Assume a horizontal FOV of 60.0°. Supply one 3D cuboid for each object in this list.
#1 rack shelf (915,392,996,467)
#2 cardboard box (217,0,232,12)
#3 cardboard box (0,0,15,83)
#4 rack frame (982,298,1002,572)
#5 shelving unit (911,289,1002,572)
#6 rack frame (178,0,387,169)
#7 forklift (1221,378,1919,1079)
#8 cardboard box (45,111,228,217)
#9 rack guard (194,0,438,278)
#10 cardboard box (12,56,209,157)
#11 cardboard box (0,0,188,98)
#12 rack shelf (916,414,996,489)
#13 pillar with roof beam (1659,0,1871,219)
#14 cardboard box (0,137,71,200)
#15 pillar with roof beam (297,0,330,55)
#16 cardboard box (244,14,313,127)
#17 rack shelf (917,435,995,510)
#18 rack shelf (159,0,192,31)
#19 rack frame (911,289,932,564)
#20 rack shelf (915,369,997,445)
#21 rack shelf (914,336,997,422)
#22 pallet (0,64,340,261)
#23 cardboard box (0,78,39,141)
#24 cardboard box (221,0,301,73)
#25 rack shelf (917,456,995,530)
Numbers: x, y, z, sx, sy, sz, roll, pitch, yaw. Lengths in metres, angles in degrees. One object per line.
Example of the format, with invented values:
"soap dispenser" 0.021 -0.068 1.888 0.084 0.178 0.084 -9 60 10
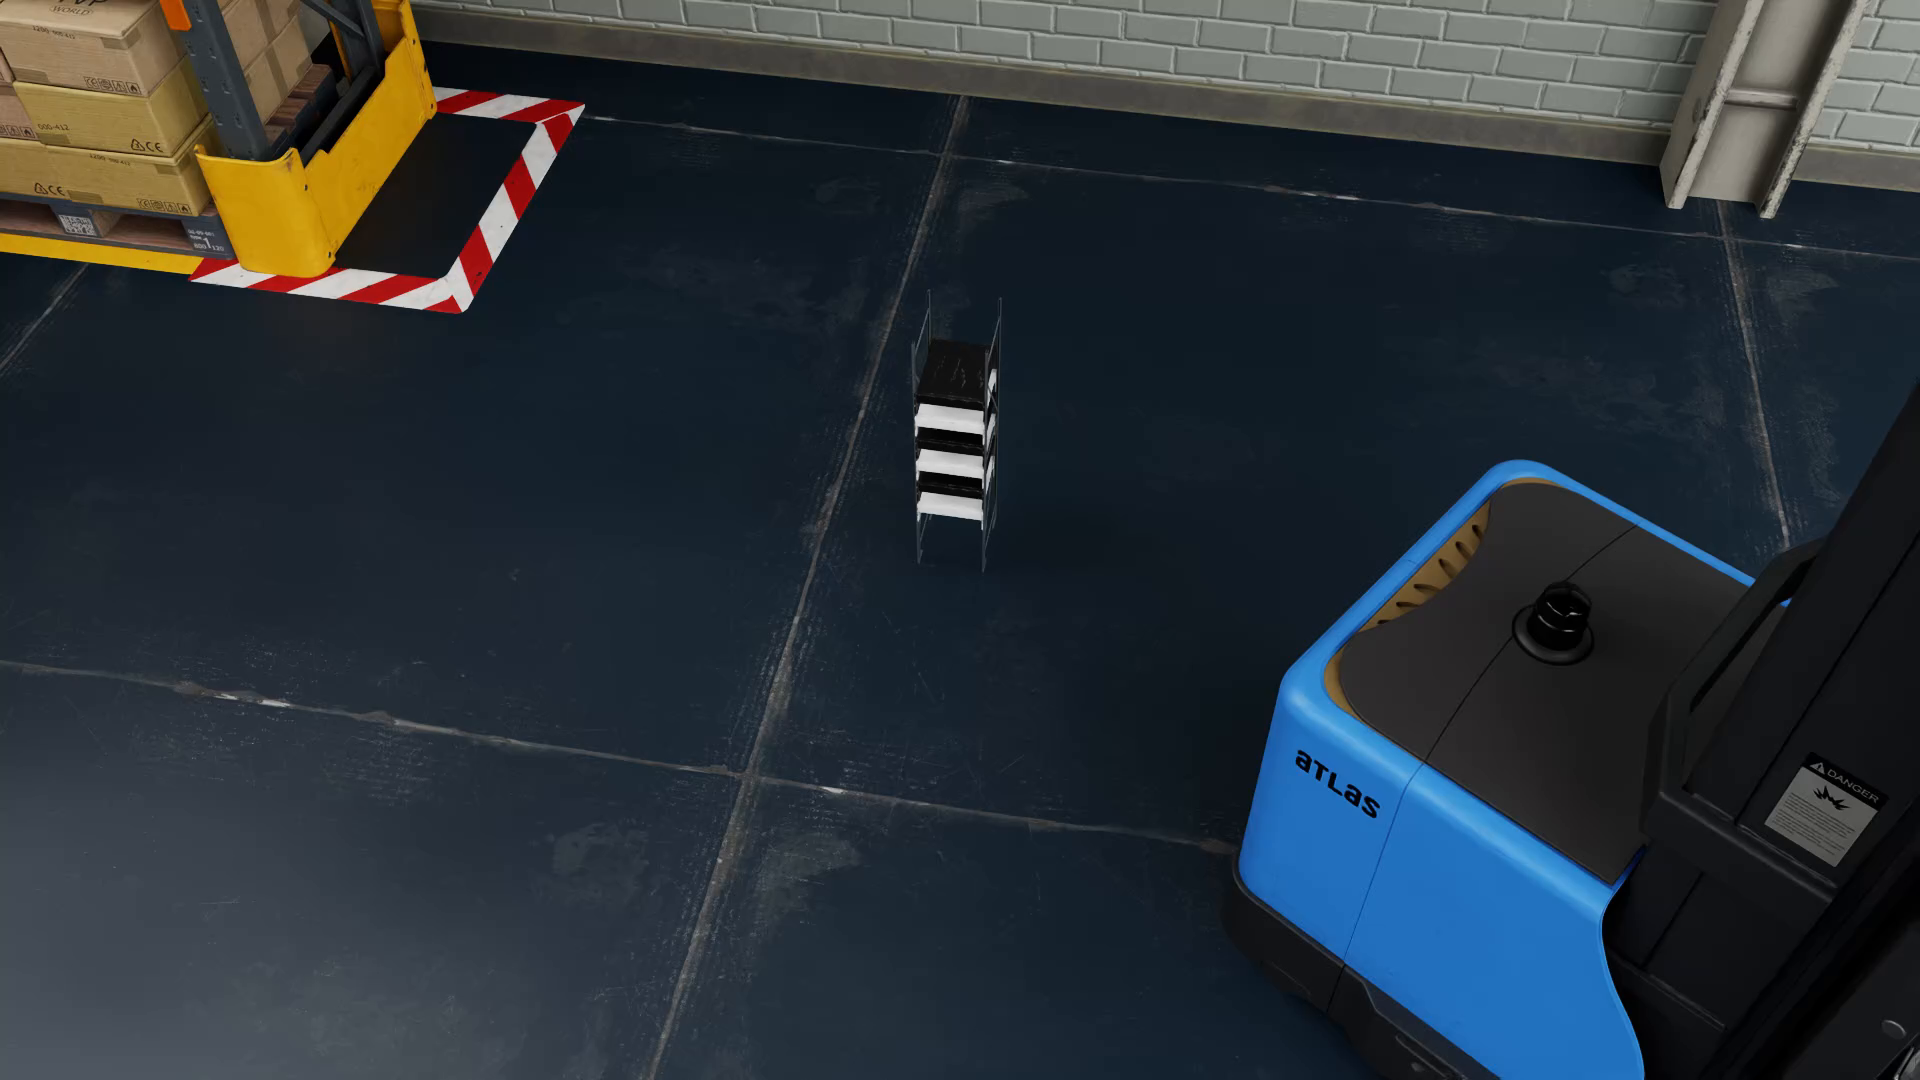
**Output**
"rack shelf" -0.008 -0.340 4.874 0.200 0.077 0.258 8 49 7
"cardboard box" -2.876 -2.169 6.076 0.500 0.250 0.500 7 48 6
"cardboard box" -3.449 -1.863 5.801 0.500 0.250 0.500 8 49 8
"rack frame" 0.092 -0.288 4.904 0.006 0.900 0.240 8 49 7
"shelving unit" -0.008 -0.302 4.916 0.210 0.900 0.258 8 49 7
"rack frame" -2.437 -2.411 5.400 0.127 3.000 1.000 8 49 7
"forklift" 2.092 0.529 2.804 3.031 2.935 1.130 35 57 27
"cardboard box" -2.955 -1.464 6.115 0.500 0.250 0.500 8 49 7
"rack guard" -2.413 -1.573 6.327 0.348 0.500 1.175 8 49 7
"cardboard box" -2.971 -1.635 5.933 0.500 0.250 0.500 7 48 6
"cardboard box" -2.945 -1.799 5.744 0.500 0.250 0.500 9 49 8
"rack shelf" -0.008 -0.280 4.941 0.200 0.077 0.258 8 49 7
"pillar with roof beam" 2.177 -1.223 0.299 0.400 9.000 9.100 8 49 7
"cardboard box" -3.443 -1.536 6.180 0.500 0.250 0.500 8 49 7
"pillar with roof beam" -3.727 -2.017 1.013 0.400 9.000 9.100 8 49 7
"cardboard box" -2.885 -1.841 6.454 0.500 0.250 0.500 8 49 7
"rack shelf" -0.008 -0.219 5.008 0.200 0.077 0.258 8 49 7
"rack shelf" -4.405 -2.435 5.905 4.000 0.370 1.077 8 49 7
"rack frame" -0.108 -0.315 4.928 0.006 0.900 0.240 8 49 7
"rack shelf" -0.008 -0.400 4.807 0.200 0.077 0.258 8 49 7
"rack shelf" -0.008 -0.460 4.740 0.200 0.077 0.258 8 49 7
"pallet" -3.197 -1.550 6.501 1.213 0.211 1.003 8 49 7
"cardboard box" -3.463 -1.709 6.000 0.500 0.250 0.500 7 48 6
"cardboard box" -2.862 -2.014 6.273 0.500 0.250 0.500 8 49 8
"rack shelf" -0.008 -0.159 5.075 0.200 0.077 0.258 8 49 7
